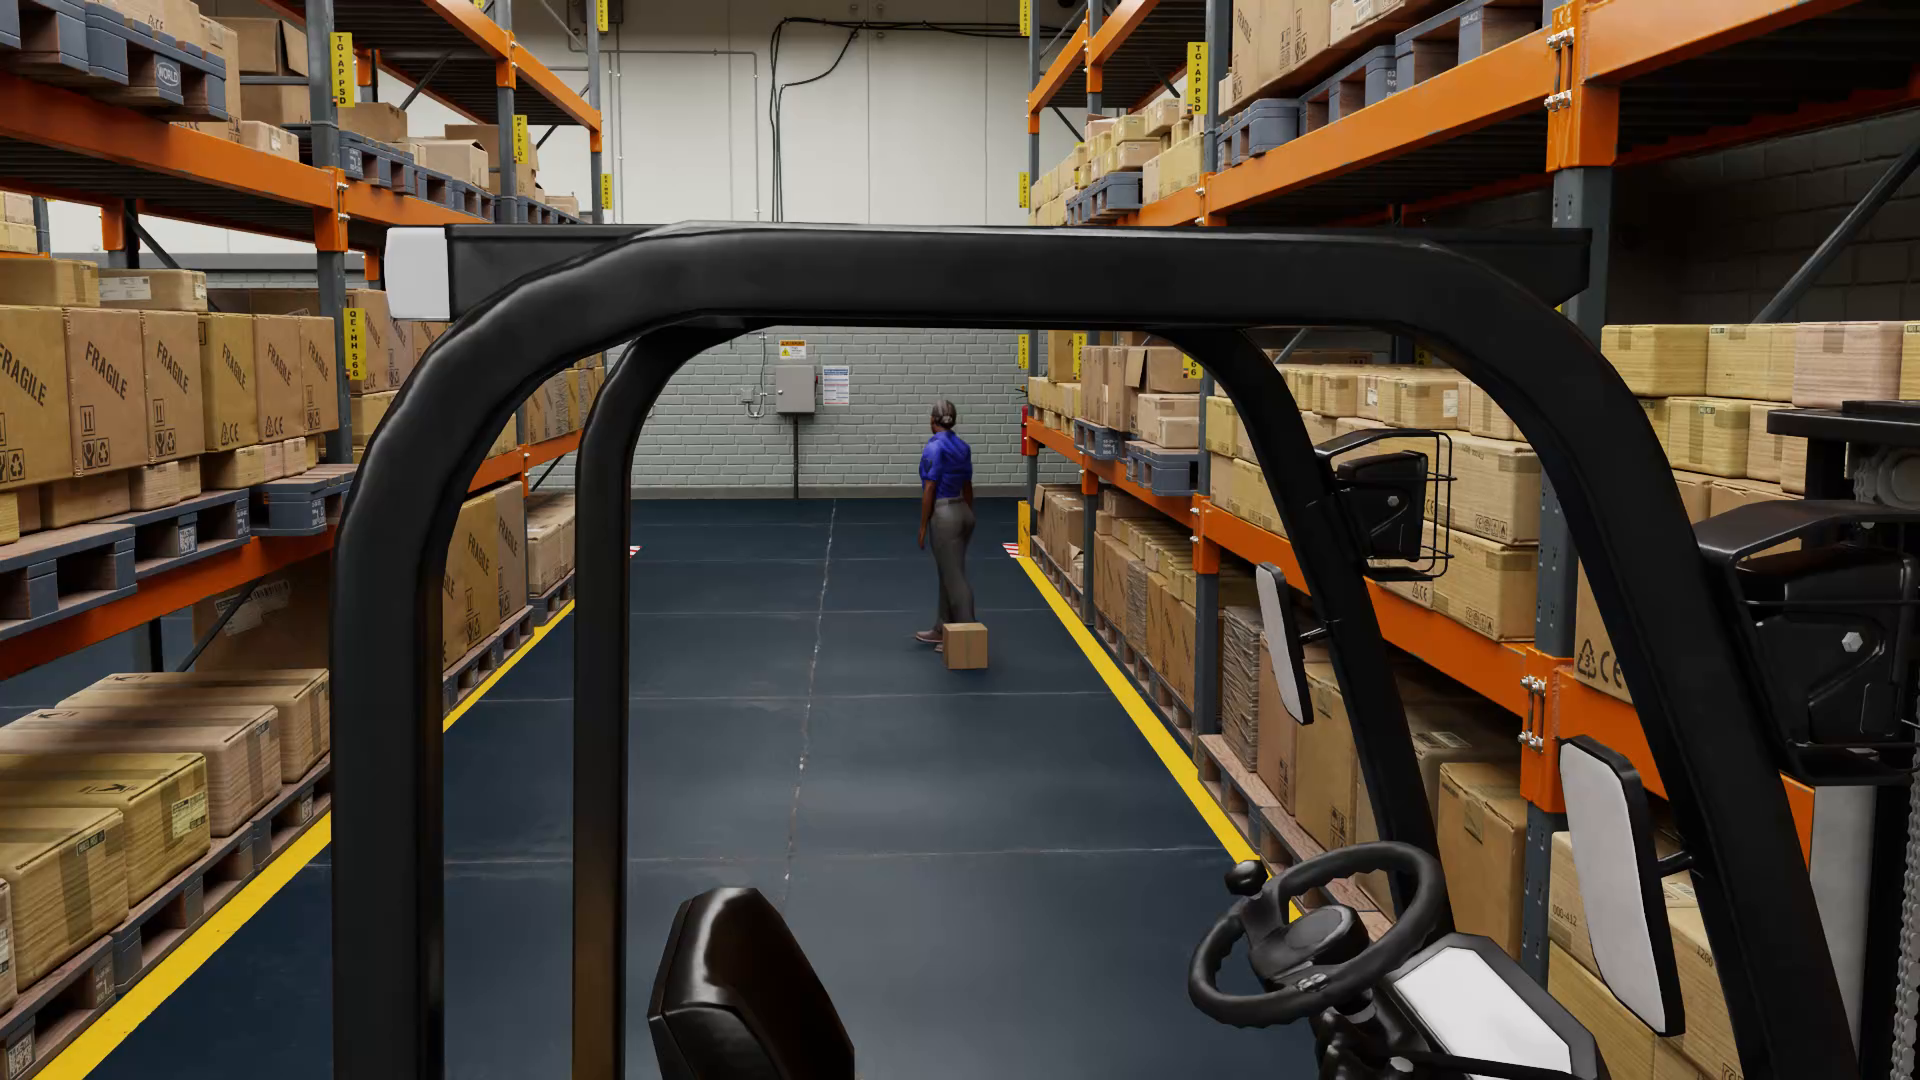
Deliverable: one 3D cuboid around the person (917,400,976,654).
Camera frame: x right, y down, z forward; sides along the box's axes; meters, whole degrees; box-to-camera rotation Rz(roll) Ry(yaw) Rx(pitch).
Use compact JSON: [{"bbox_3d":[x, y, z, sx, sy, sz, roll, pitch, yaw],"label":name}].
[{"bbox_3d":[-0.101,-0.099,10.973,0.596,1.645,0.521,4,8,28],"label":"person"}]
